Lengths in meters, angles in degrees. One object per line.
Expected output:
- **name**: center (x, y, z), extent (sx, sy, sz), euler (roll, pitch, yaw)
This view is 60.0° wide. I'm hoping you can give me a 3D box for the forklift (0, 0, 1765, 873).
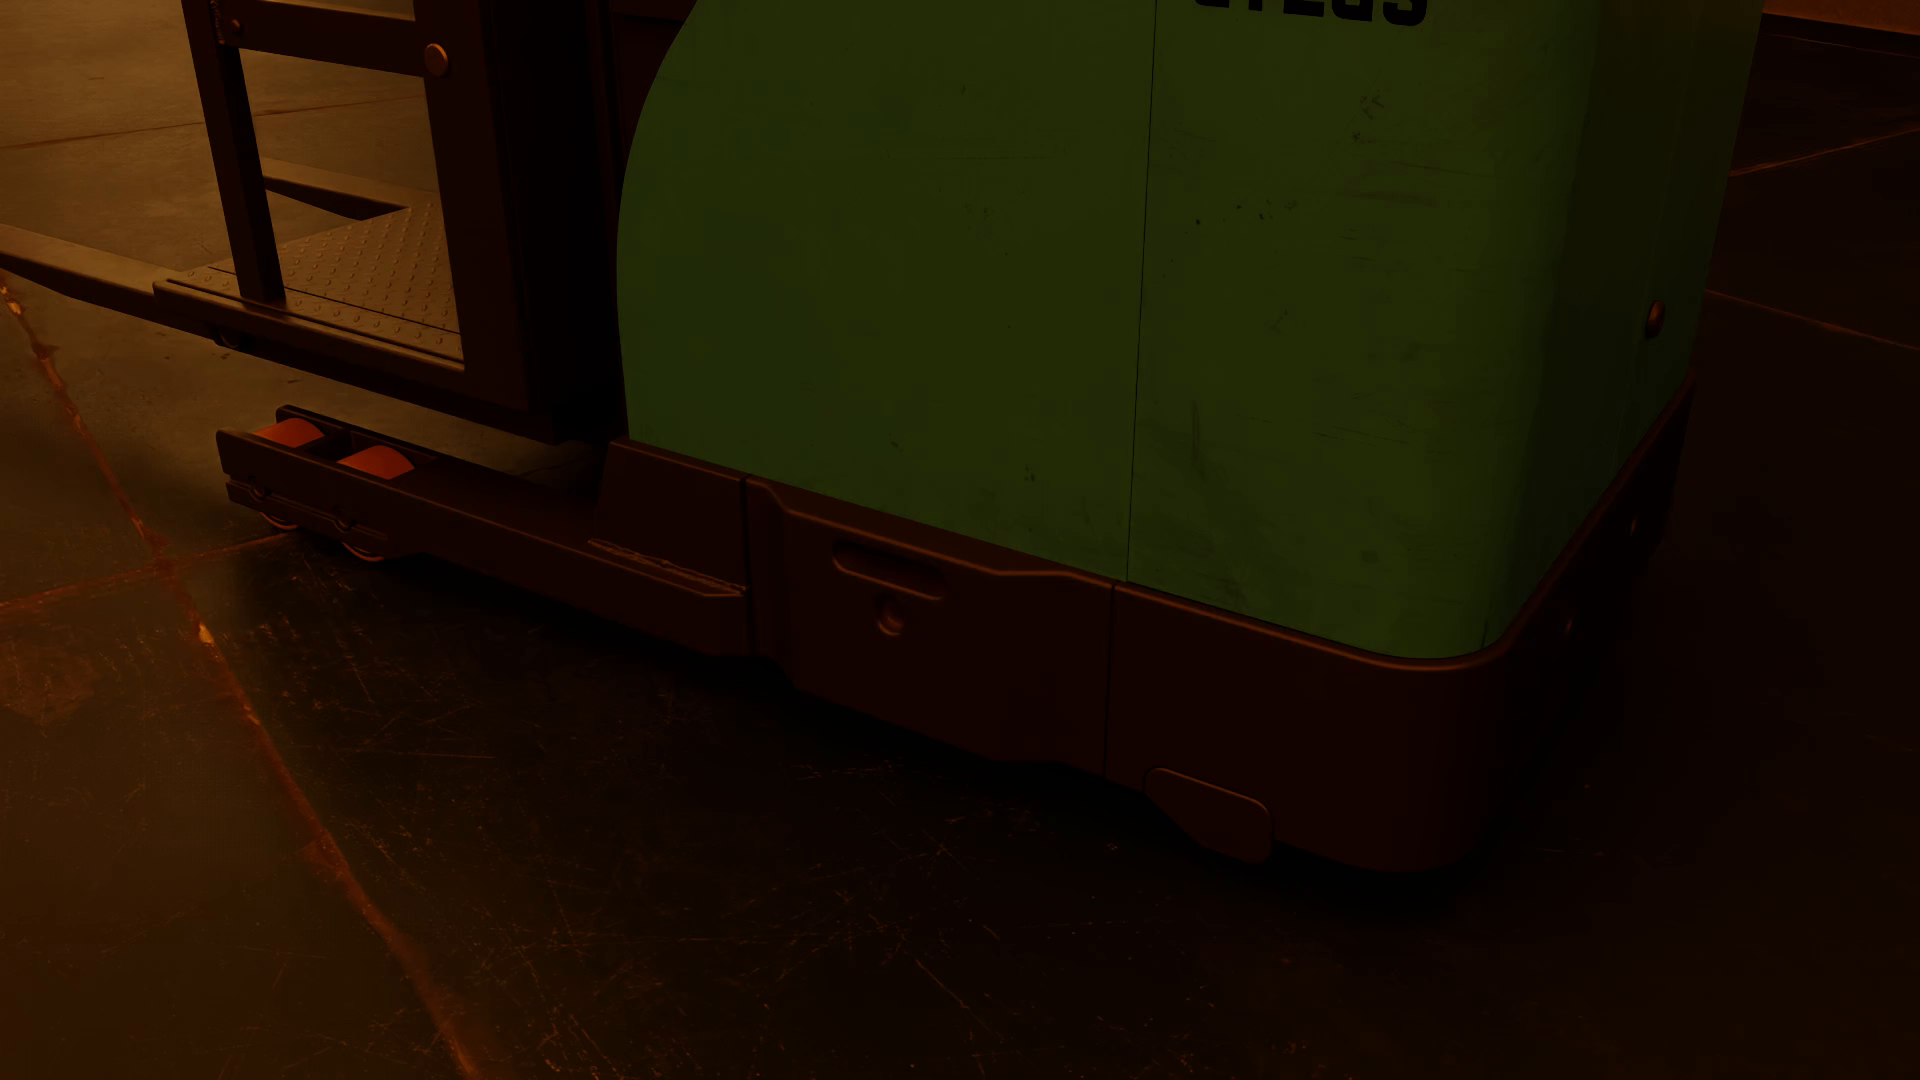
- **forklift**: center (-0.511, -1.459, 2.139), extent (3.031, 2.935, 1.130), euler (16, 31, 29)
